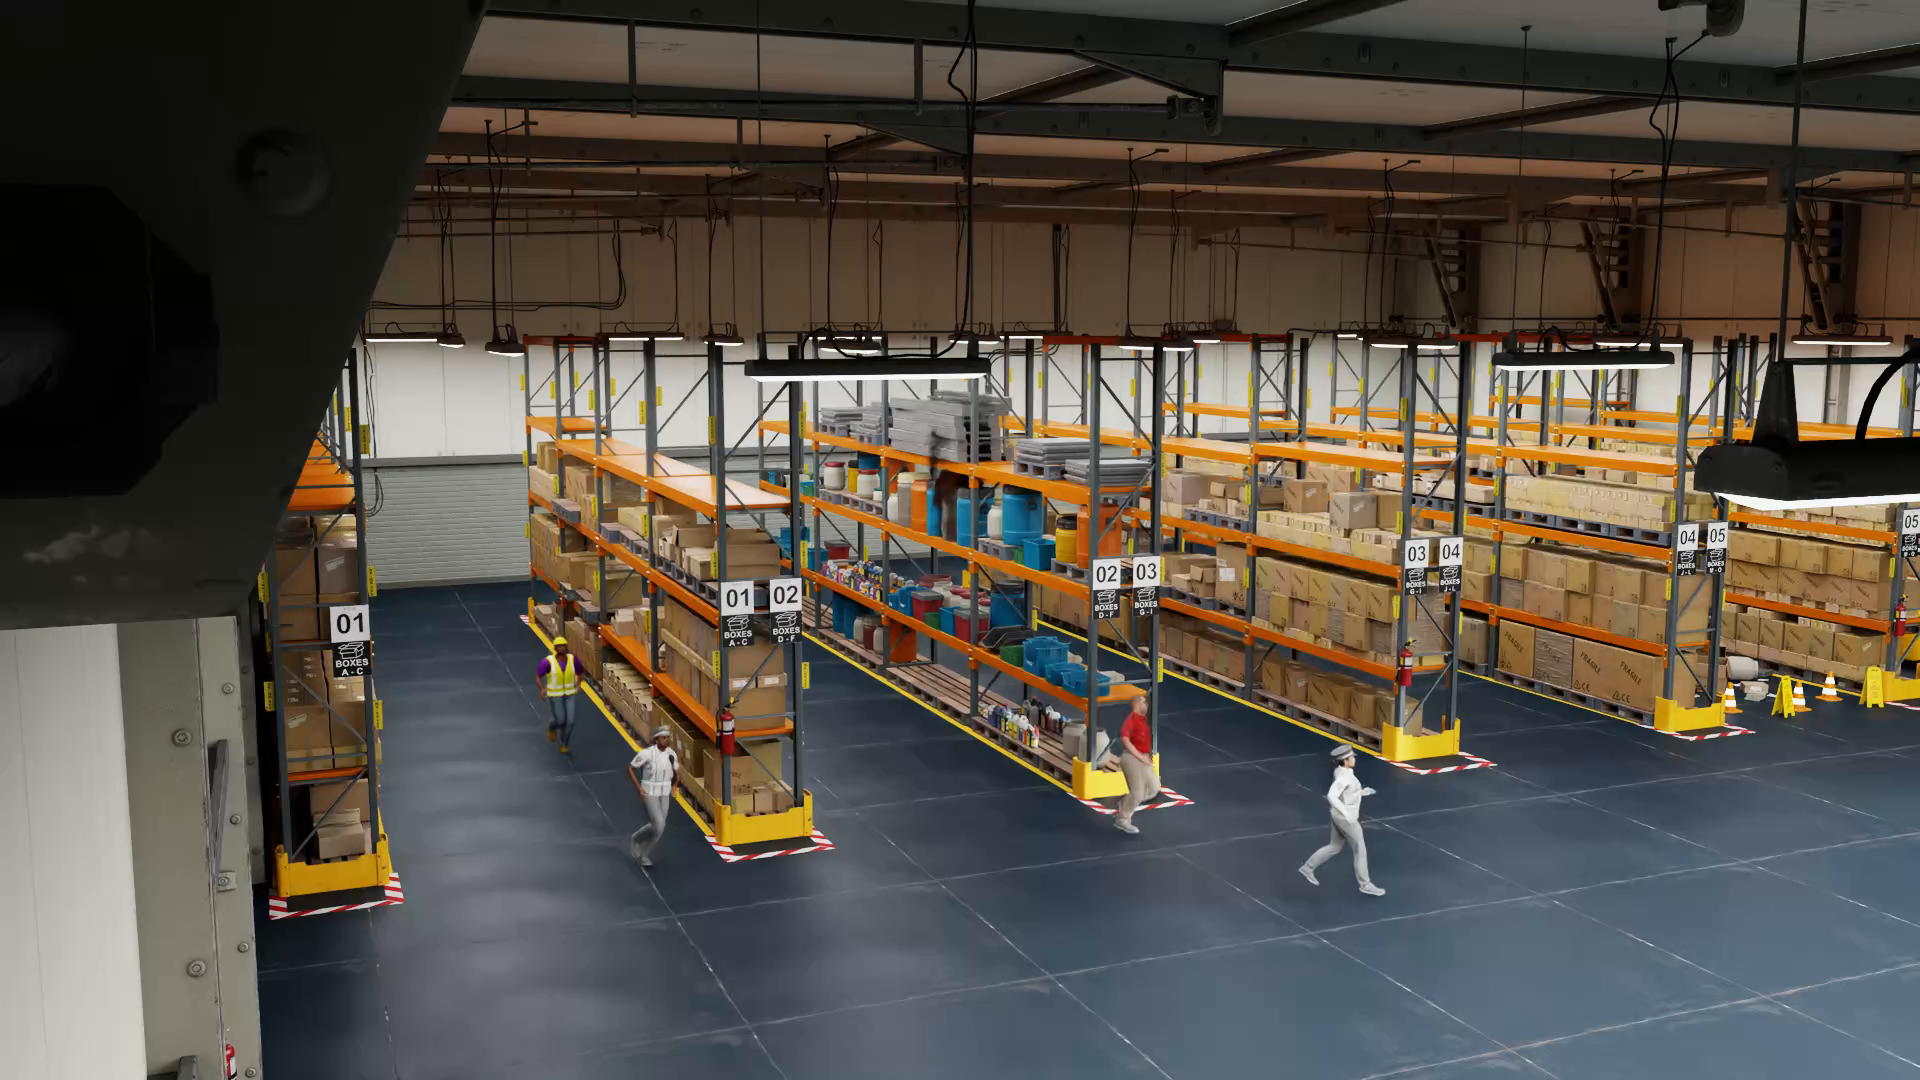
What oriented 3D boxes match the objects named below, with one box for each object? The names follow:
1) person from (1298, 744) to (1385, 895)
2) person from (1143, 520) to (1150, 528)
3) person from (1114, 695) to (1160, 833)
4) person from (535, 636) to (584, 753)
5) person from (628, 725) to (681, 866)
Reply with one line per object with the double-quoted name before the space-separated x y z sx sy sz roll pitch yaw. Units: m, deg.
"person" 4.221 3.055 18.249 0.921 1.681 0.611 0 8 0
"person" 4.763 -0.018 41.304 0.658 1.749 0.733 -5 9 -35
"person" 2.247 2.762 20.751 0.508 1.663 0.718 3 8 23
"person" -5.823 2.257 24.318 0.701 1.716 0.587 -4 9 -29
"person" -3.506 2.965 19.370 0.502 1.641 0.608 7 10 43
